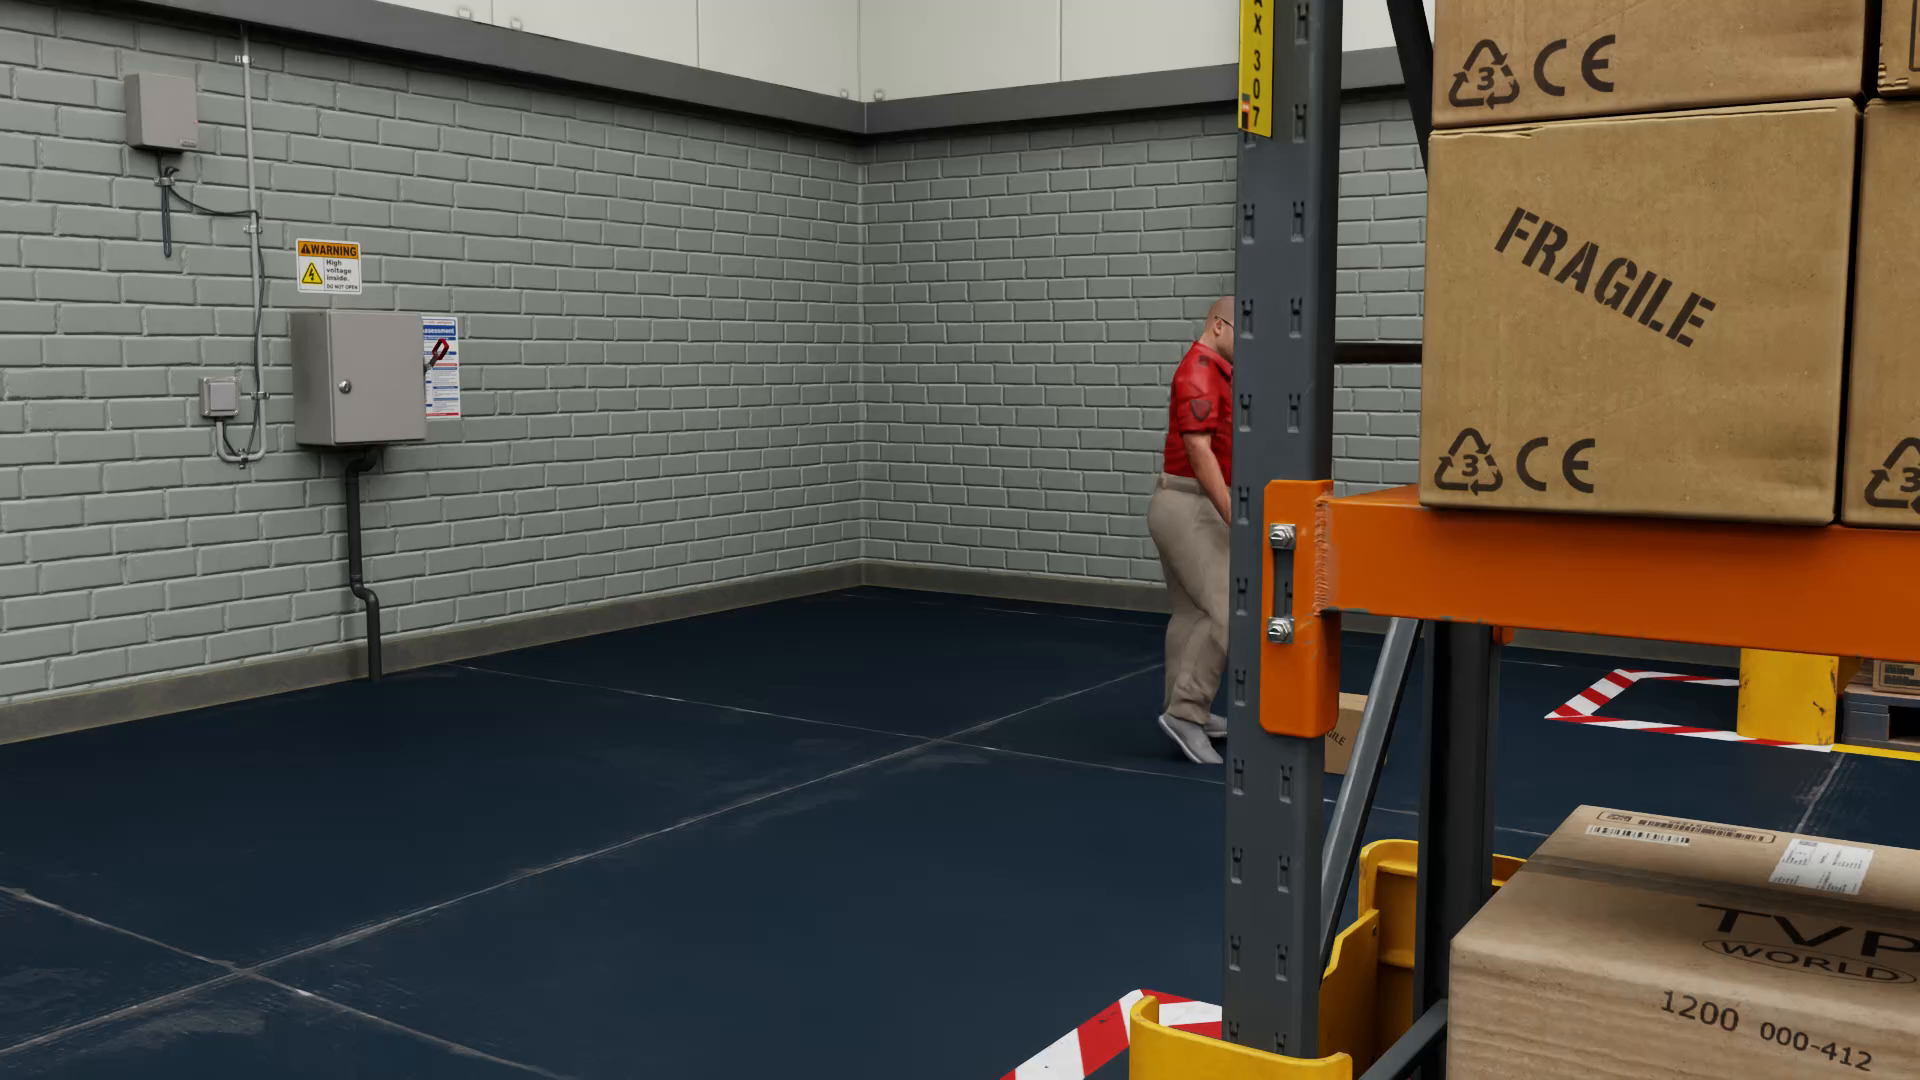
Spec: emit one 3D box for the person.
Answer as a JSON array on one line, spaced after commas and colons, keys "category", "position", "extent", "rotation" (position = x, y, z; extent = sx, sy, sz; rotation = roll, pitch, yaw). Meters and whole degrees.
[{"category": "person", "position": [0.934, -0.030, 6.349], "extent": [0.440, 1.790, 0.571], "rotation": [1, 6, 8]}]
